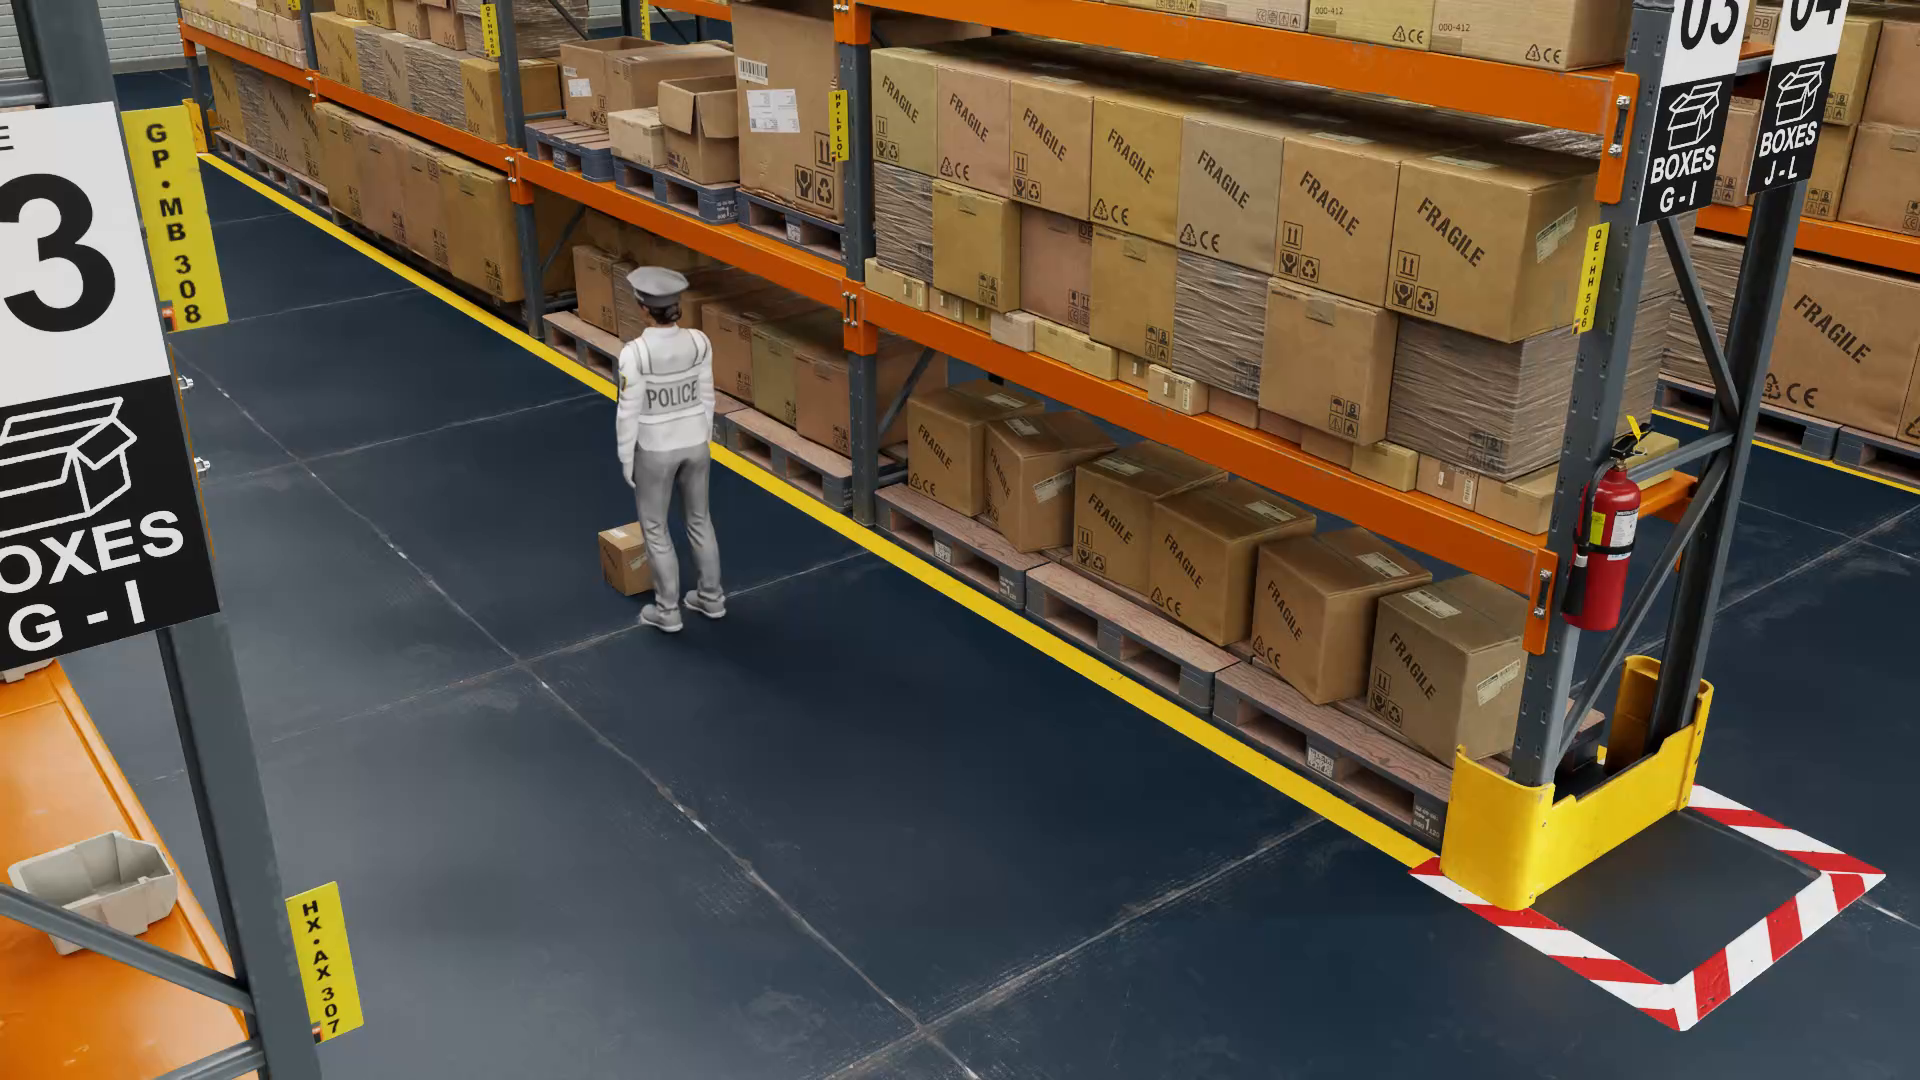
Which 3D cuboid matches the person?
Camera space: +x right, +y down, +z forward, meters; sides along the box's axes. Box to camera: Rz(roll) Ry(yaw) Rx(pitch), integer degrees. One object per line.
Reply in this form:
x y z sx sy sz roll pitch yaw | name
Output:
-1.315 -0.395 7.454 0.467 1.673 0.330 -17 30 -33 | person
